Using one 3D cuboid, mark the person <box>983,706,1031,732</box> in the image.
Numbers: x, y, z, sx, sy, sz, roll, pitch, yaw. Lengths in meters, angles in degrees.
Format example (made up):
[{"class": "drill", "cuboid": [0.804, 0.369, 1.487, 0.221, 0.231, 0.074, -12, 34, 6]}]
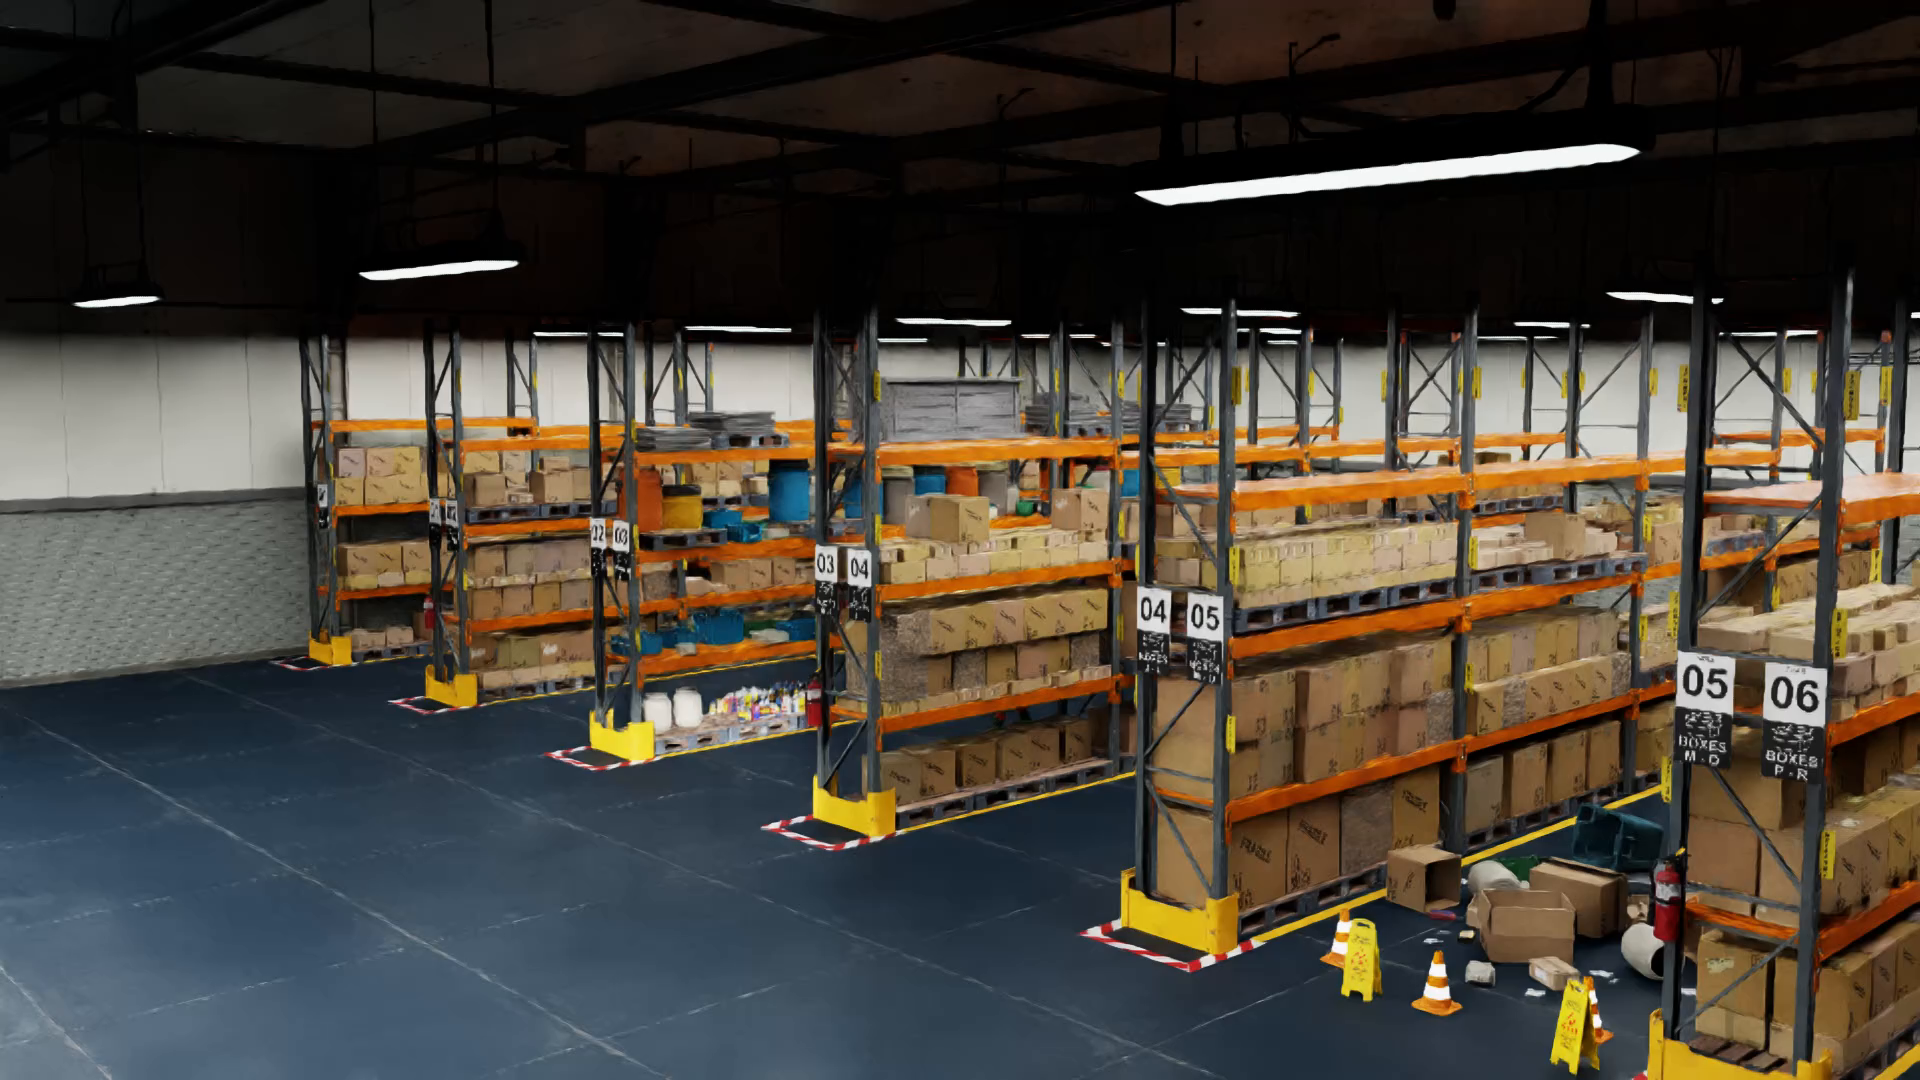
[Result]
[{"class": "person", "cuboid": [0.636, 1.909, 23.697, 1.123, 1.709, 0.553, -5, 8, -41]}]
